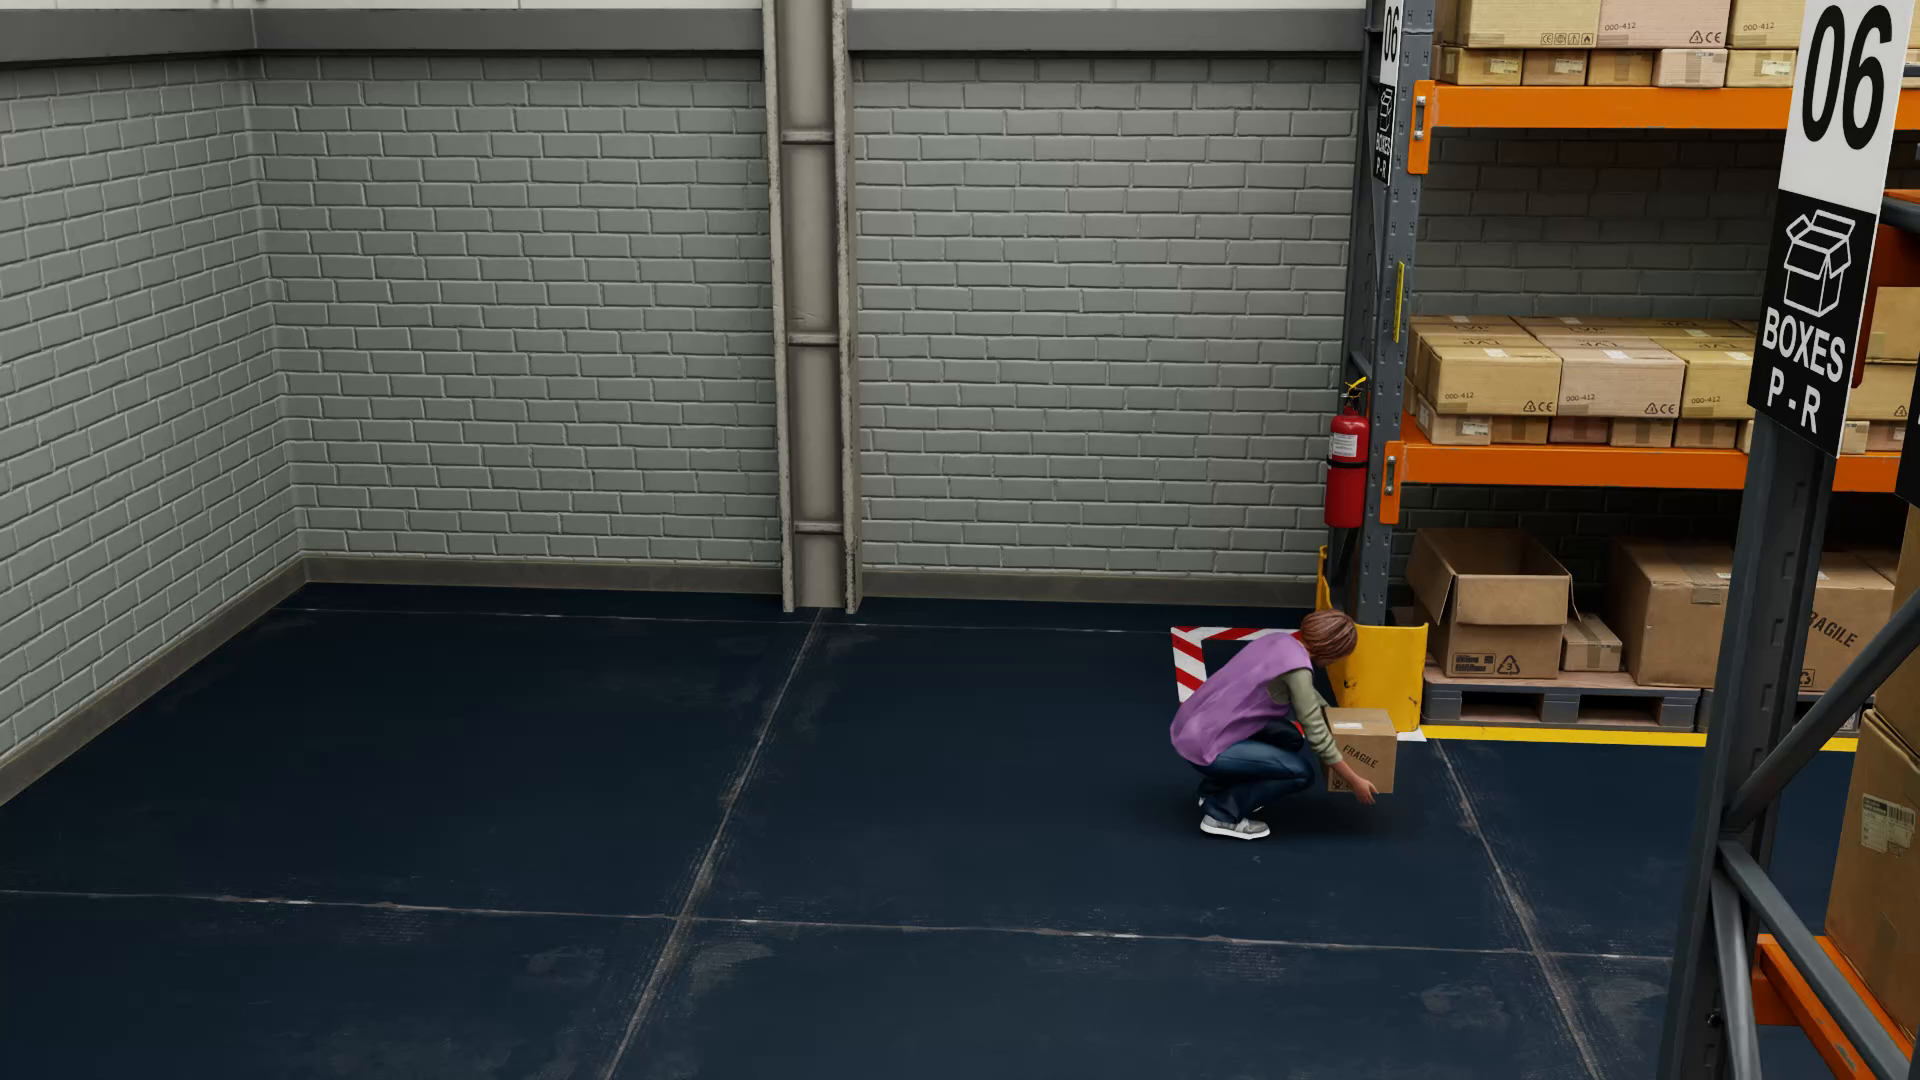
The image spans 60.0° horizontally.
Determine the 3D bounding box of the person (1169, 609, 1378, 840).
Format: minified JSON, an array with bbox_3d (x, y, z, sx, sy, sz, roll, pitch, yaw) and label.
[{"bbox_3d":[1.230,0.709,6.523,0.808,0.897,0.445,1,18,4],"label":"person"}]
